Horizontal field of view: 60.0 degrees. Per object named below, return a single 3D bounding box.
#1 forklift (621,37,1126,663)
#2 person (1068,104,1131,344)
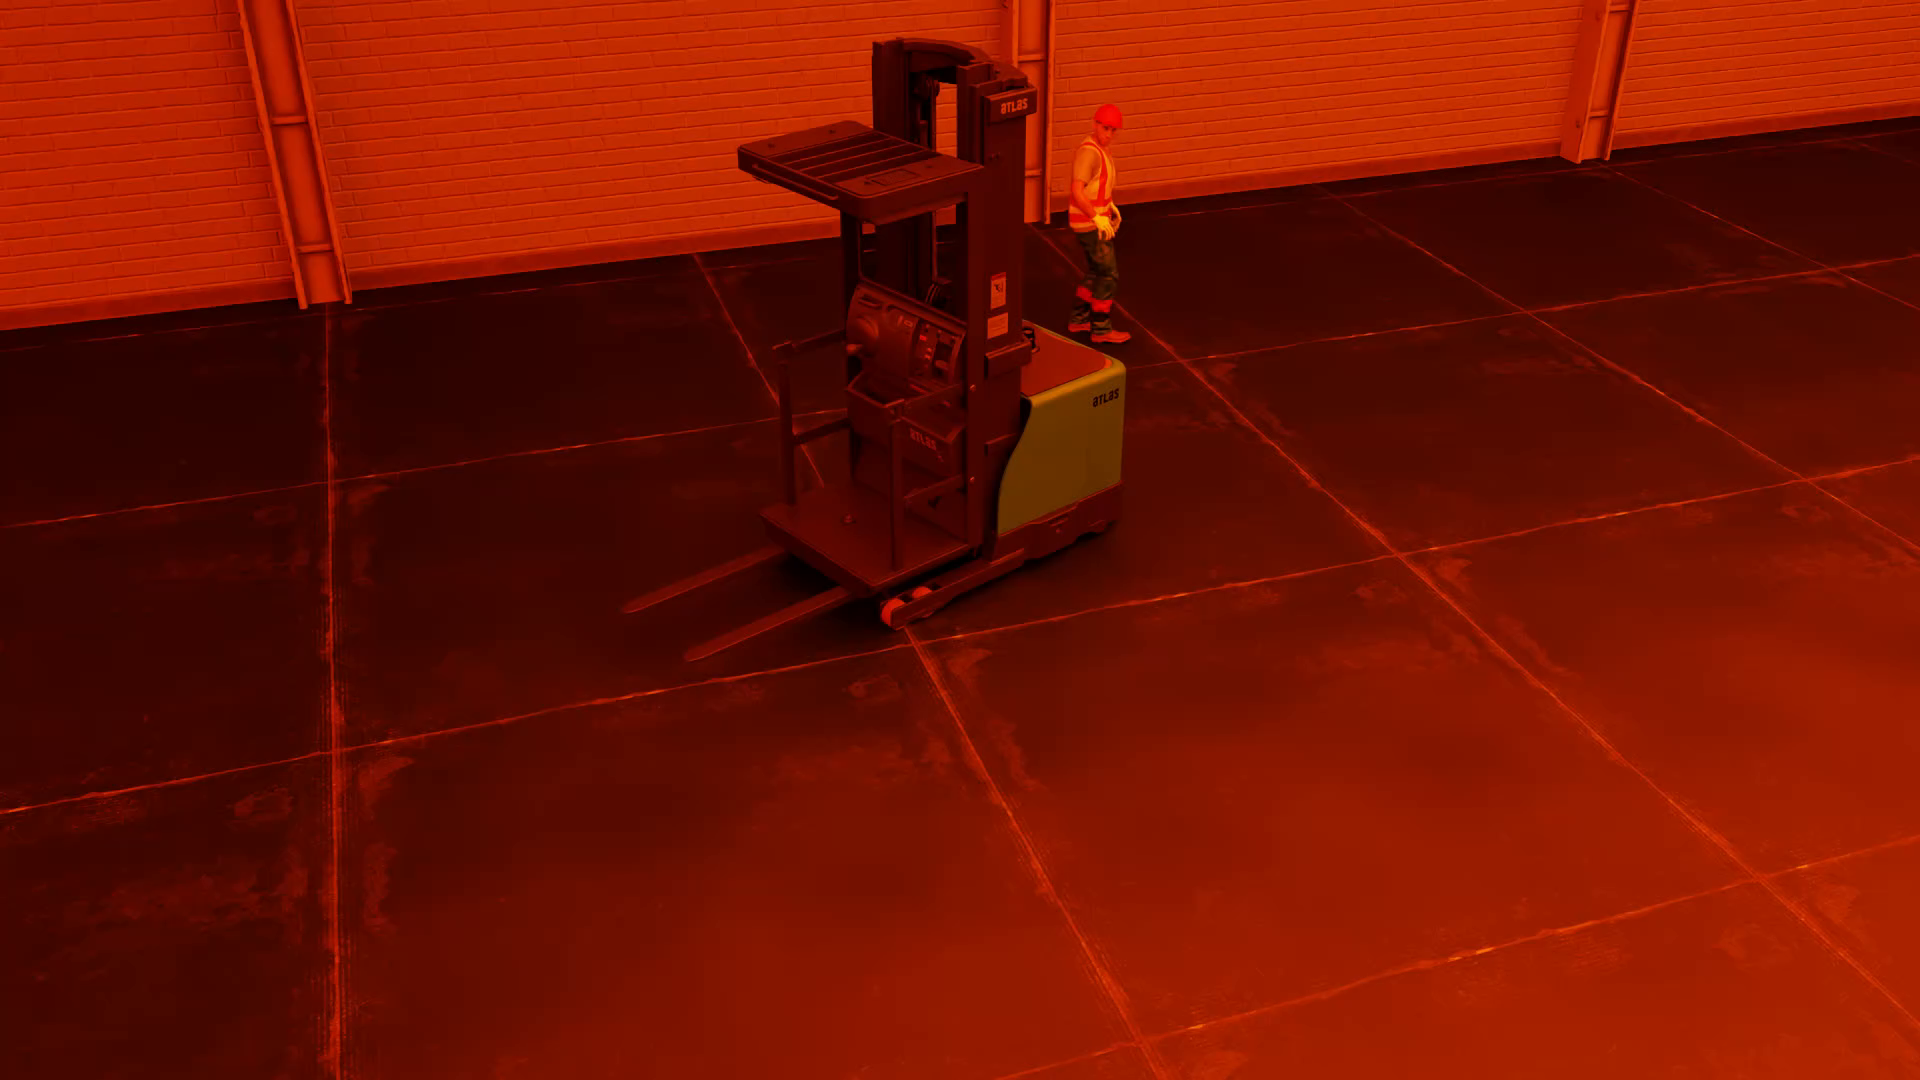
[{"bbox_3d":[-0.461,-1.072,8.951,3.031,2.935,1.130,-23,37,-34],"label":"forklift"},{"bbox_3d":[1.060,-2.353,12.360,0.506,1.754,0.745,3,30,5],"label":"person"}]
